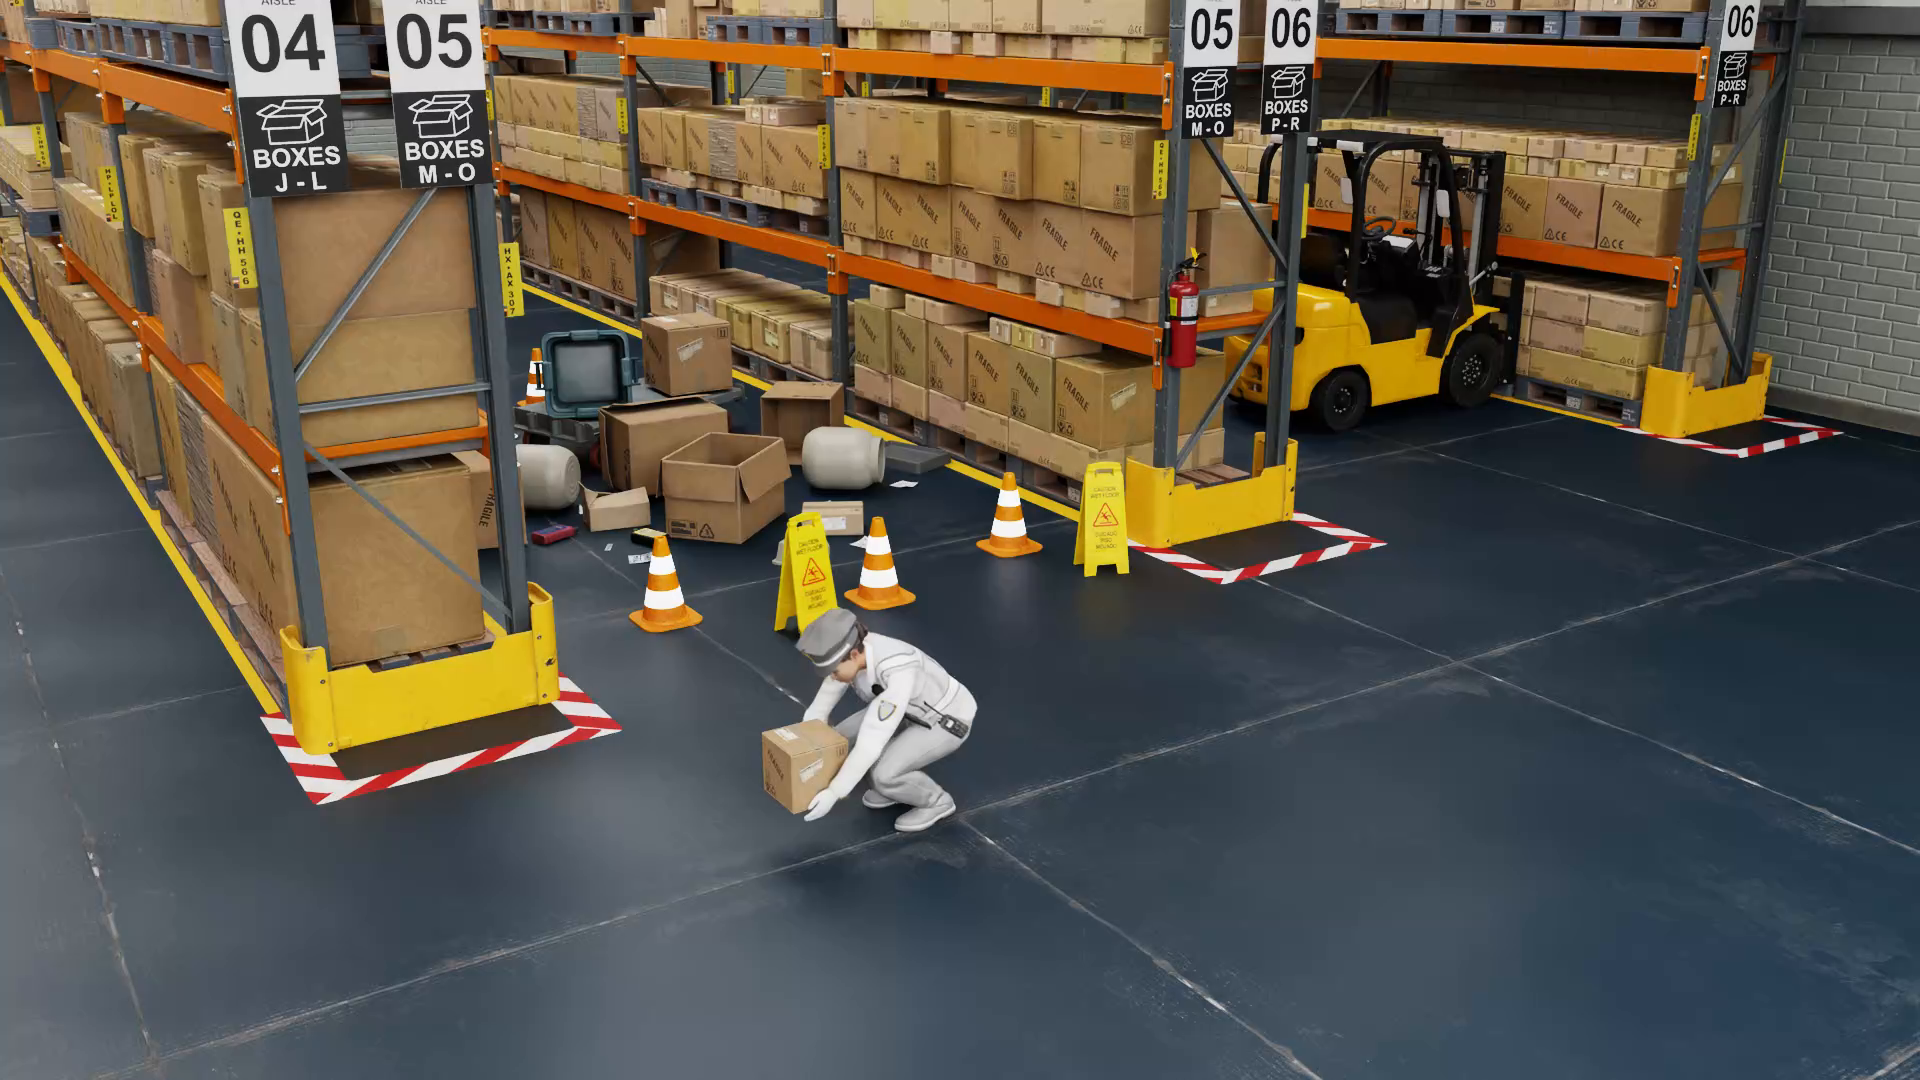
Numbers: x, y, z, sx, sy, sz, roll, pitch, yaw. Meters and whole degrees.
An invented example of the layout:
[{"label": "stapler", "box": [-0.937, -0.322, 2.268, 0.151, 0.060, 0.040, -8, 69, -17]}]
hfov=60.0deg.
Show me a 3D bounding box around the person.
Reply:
[{"label": "person", "box": [-0.318, 0.685, 6.620, 0.822, 0.961, 0.508, -12, 21, -31]}]
